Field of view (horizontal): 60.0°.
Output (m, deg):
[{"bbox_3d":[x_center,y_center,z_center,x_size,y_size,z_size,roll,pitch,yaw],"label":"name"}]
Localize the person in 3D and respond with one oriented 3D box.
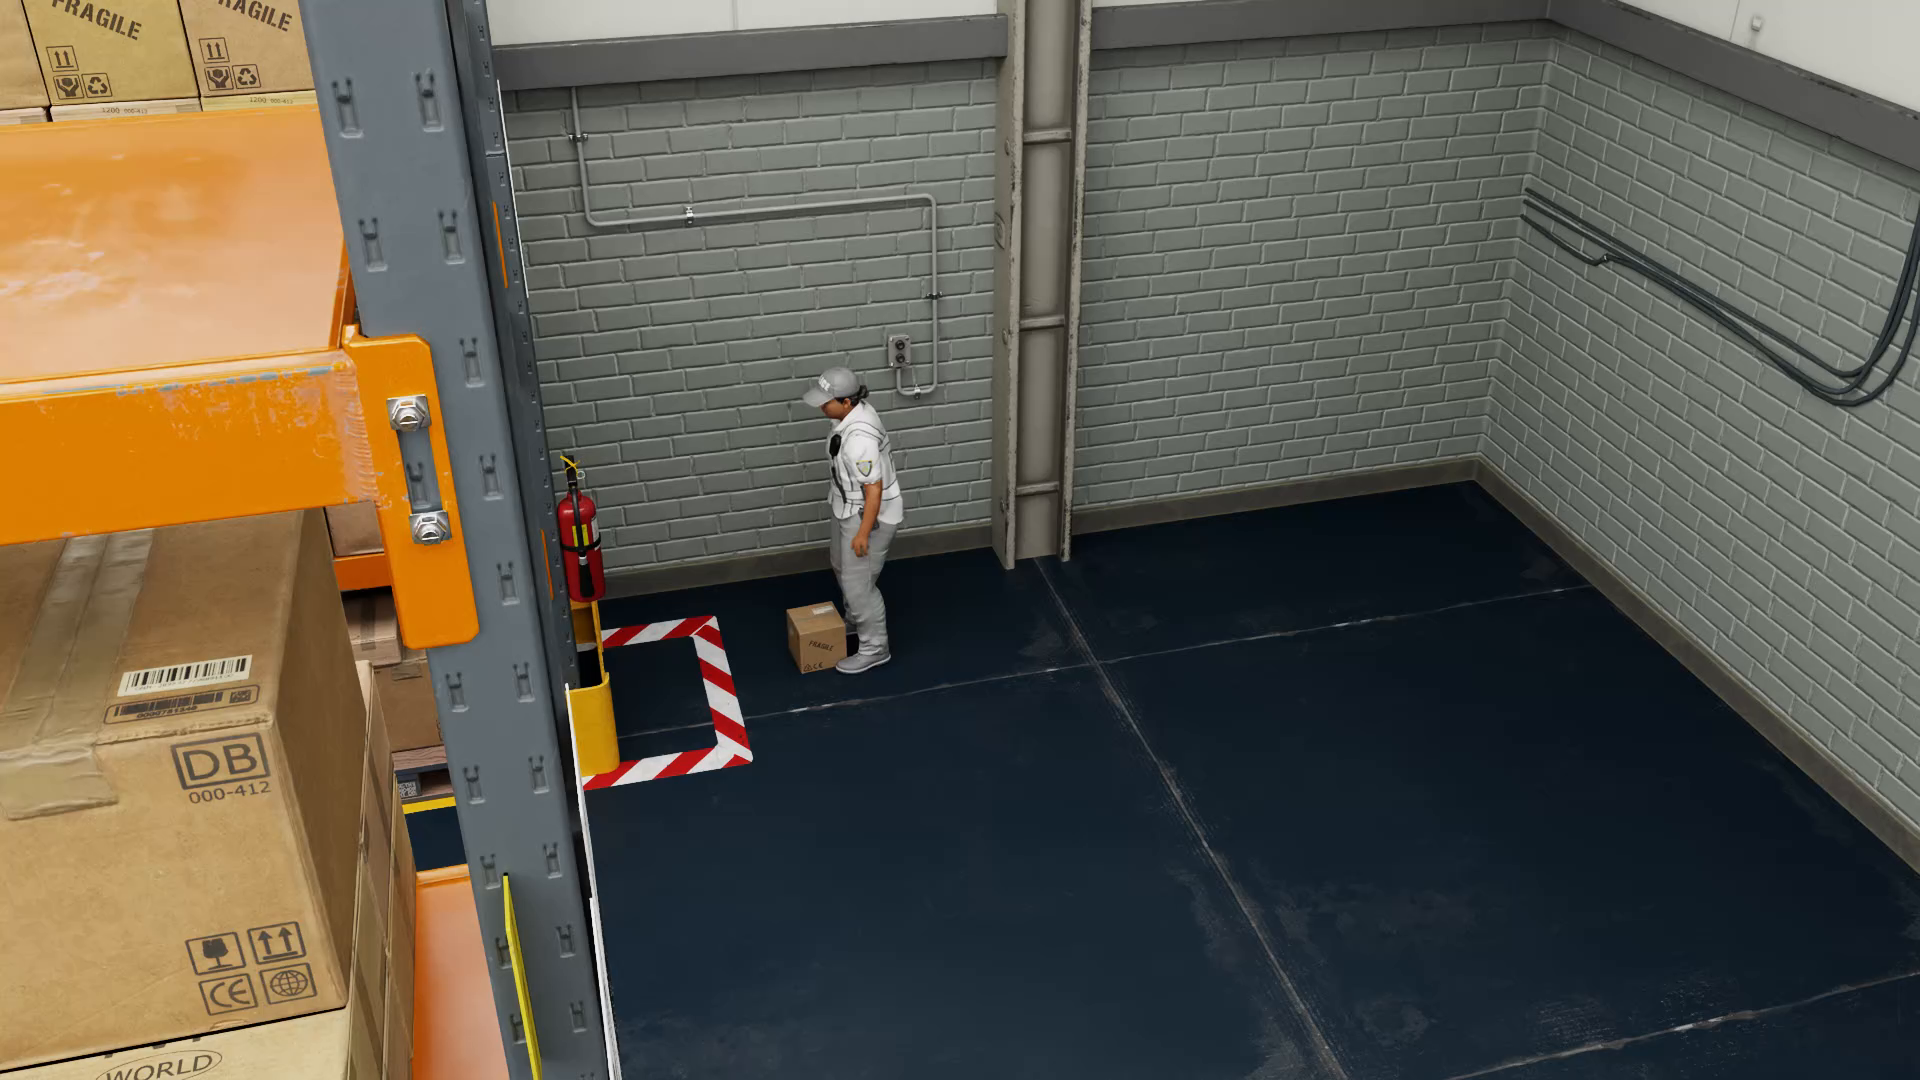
[{"bbox_3d":[-0.538,-0.129,8.447,0.470,1.665,0.537,-8,31,-13],"label":"person"}]
